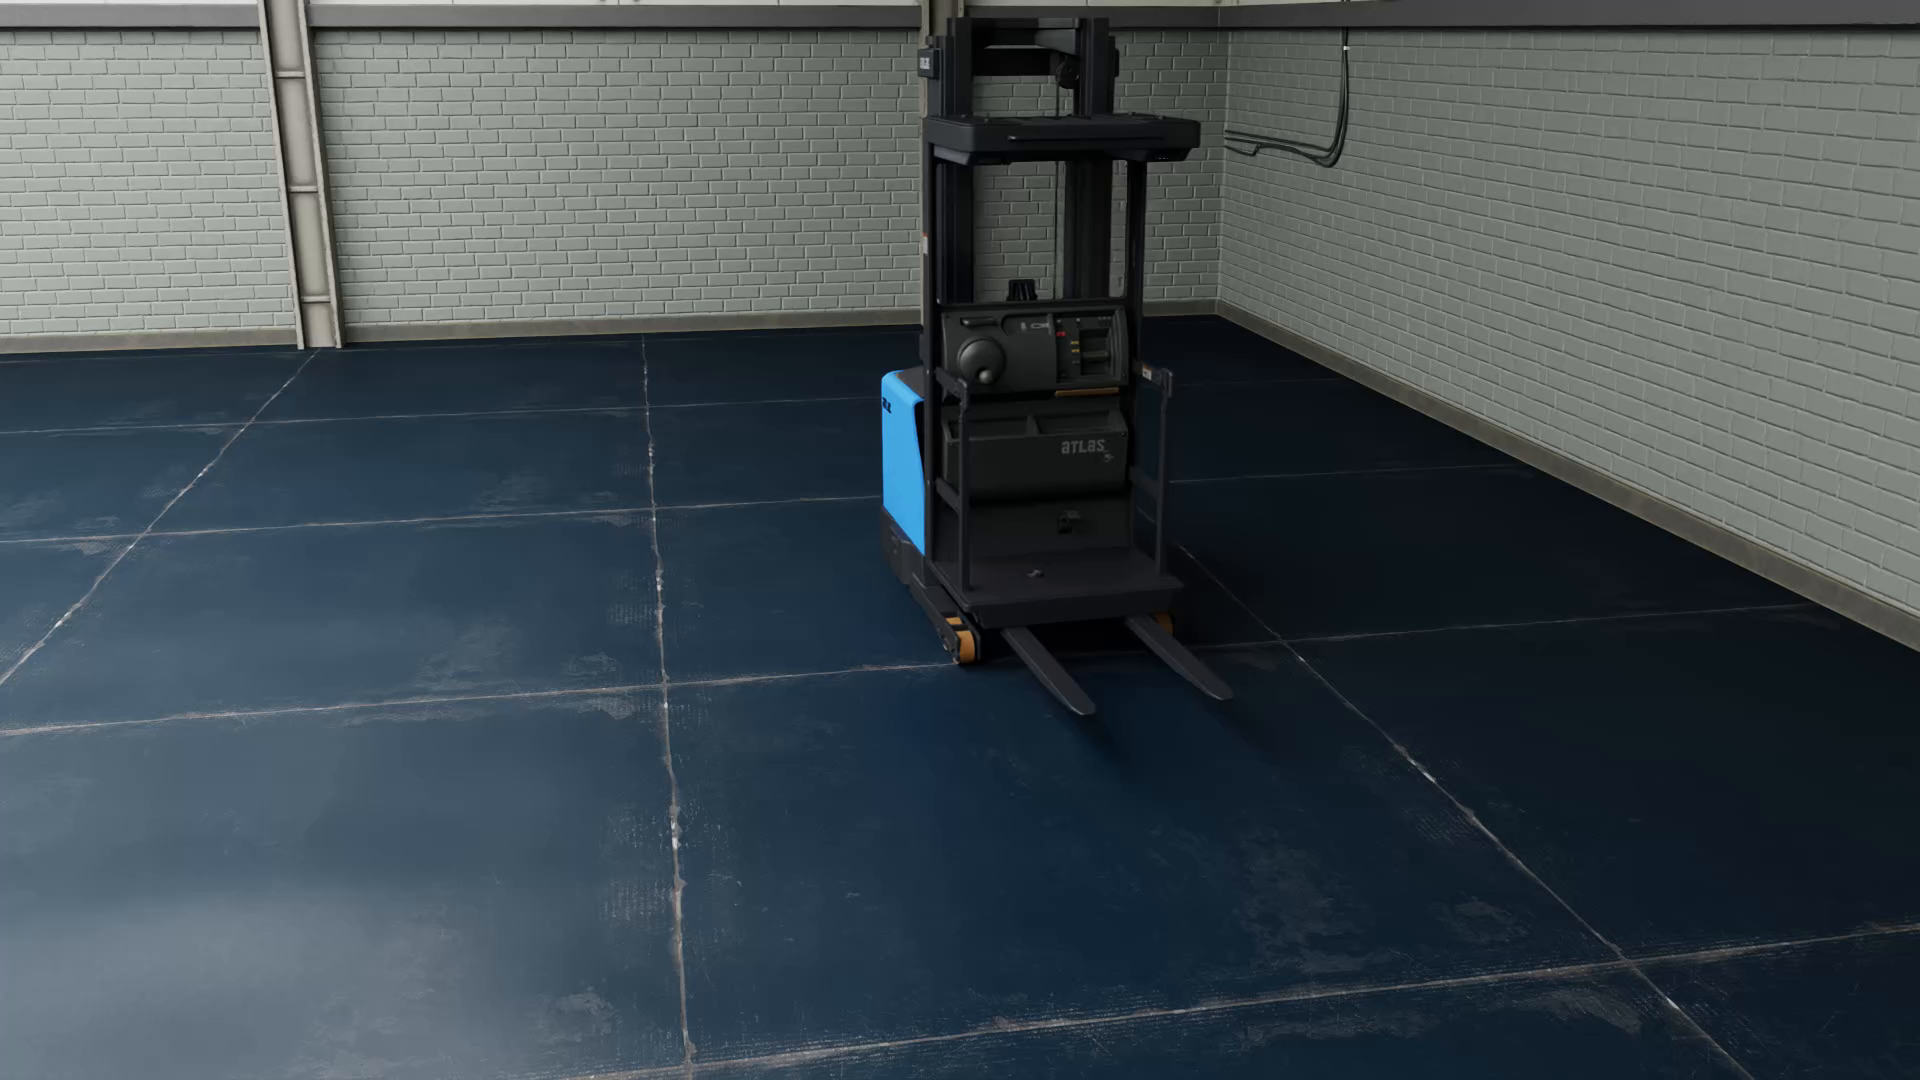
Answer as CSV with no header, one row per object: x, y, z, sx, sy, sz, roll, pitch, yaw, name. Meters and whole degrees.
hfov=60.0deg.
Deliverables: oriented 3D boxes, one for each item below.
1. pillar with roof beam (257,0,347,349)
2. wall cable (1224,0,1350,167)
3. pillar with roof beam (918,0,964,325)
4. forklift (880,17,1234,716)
-5.256,-4.914,10.486,0.400,9.000,9.100,-3,17,-10,pillar with roof beam
2.962,-4.788,15.363,0.112,2.526,3.097,-3,17,-10,wall cable
0.635,-5.249,11.574,0.400,9.000,9.100,-3,17,-10,pillar with roof beam
0.426,-0.934,7.860,1.130,2.935,3.031,-4,18,-14,forklift
